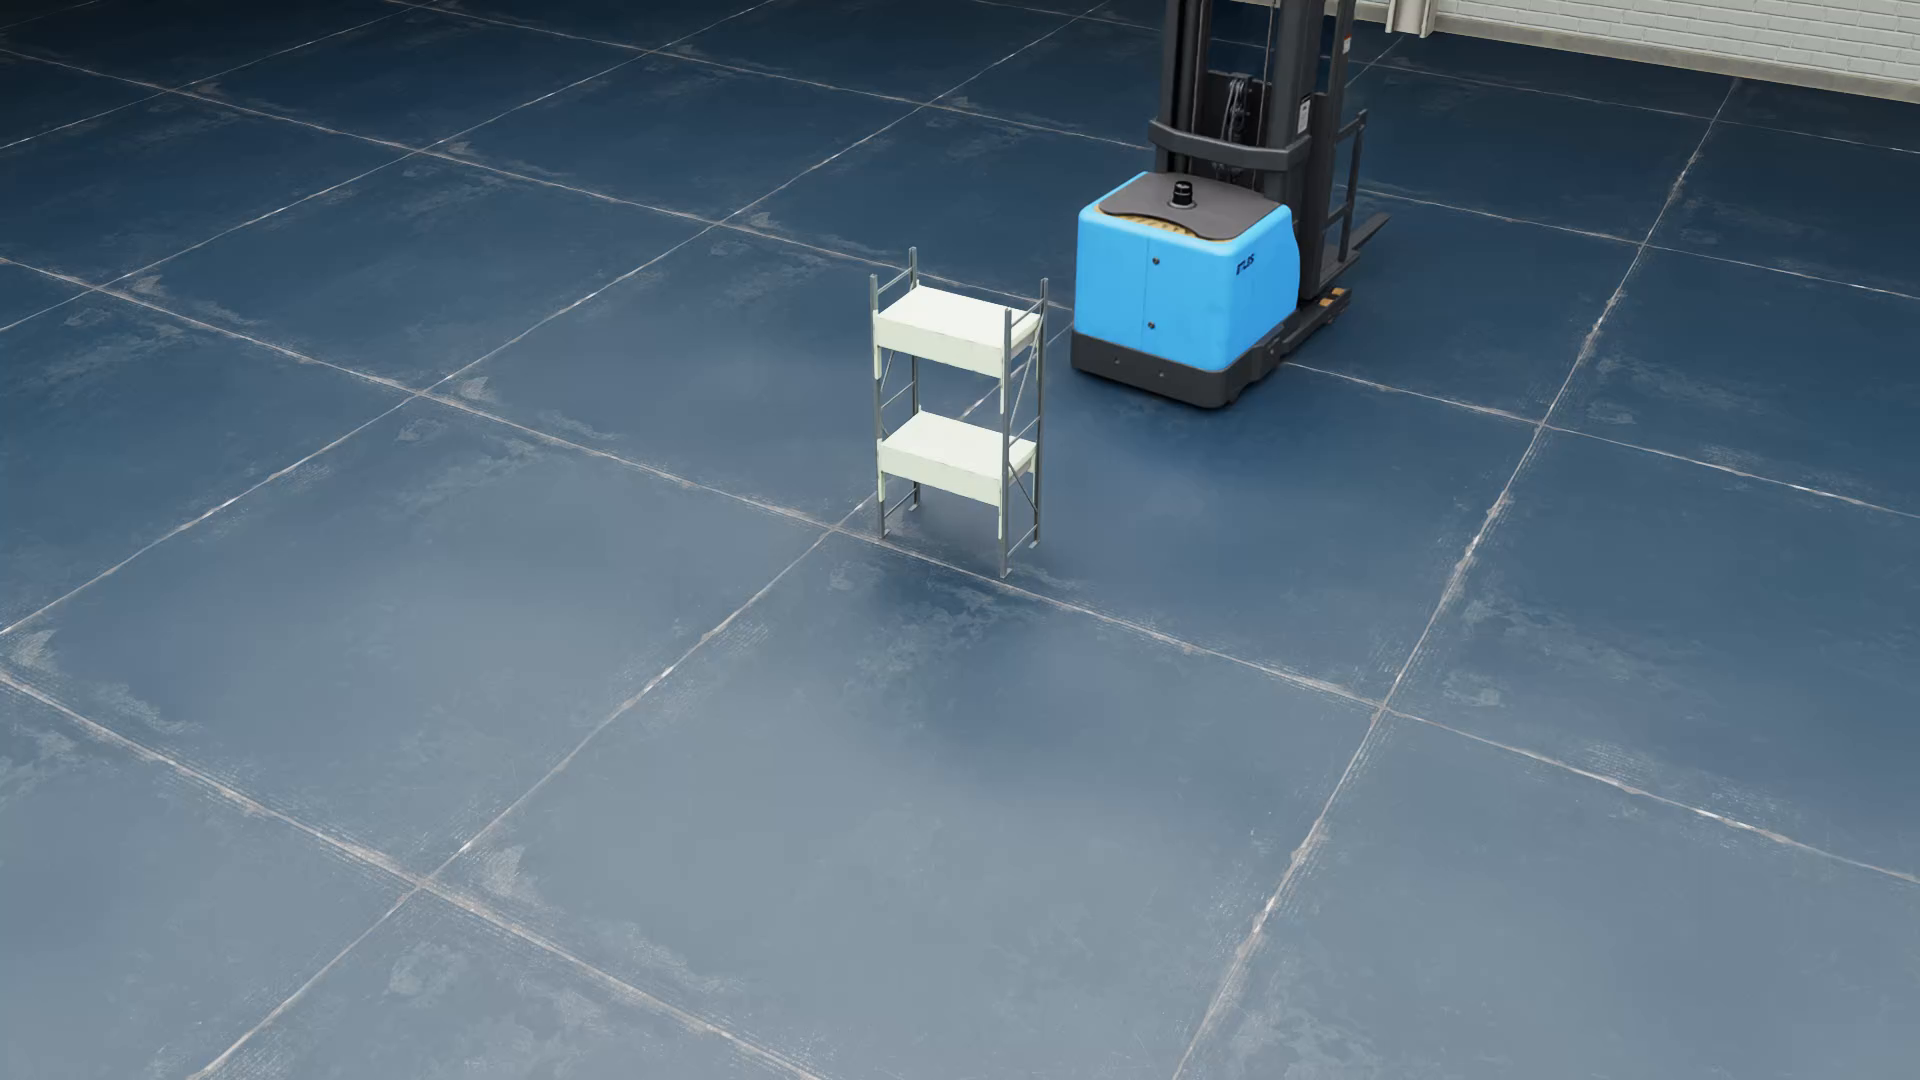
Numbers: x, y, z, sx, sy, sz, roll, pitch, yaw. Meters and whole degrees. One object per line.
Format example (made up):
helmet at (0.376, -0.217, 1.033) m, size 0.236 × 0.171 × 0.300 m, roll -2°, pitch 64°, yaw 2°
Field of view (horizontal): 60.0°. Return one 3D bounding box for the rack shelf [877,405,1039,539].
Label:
rack shelf at (-0.006, -0.355, 8.518) m, size 0.720 × 0.370 × 0.431 m, roll 18°, pitch 37°, yaw 24°

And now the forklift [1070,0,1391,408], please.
forklift at (1.931, -2.769, 10.264) m, size 1.130 × 2.935 × 3.031 m, roll 21°, pitch 39°, yaw 28°

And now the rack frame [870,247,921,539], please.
rack frame at (-0.324, -0.727, 8.488) m, size 0.023 × 1.500 × 0.400 m, roll 18°, pitch 37°, yaw 24°

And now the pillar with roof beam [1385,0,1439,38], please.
pillar with roof beam at (2.244, -6.634, 10.594) m, size 0.400 × 9.000 × 9.100 m, roll 18°, pitch 37°, yaw 24°

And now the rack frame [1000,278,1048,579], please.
rack frame at (0.312, -0.525, 8.186) m, size 0.023 × 1.500 × 0.400 m, roll 18°, pitch 37°, yaw 24°

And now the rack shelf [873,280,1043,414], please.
rack shelf at (-0.006, -0.951, 8.121) m, size 0.720 × 0.370 × 0.431 m, roll 18°, pitch 37°, yaw 24°

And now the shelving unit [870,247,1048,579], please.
shelving unit at (-0.006, -0.626, 8.337) m, size 0.755 × 1.500 × 0.431 m, roll 18°, pitch 37°, yaw 24°
